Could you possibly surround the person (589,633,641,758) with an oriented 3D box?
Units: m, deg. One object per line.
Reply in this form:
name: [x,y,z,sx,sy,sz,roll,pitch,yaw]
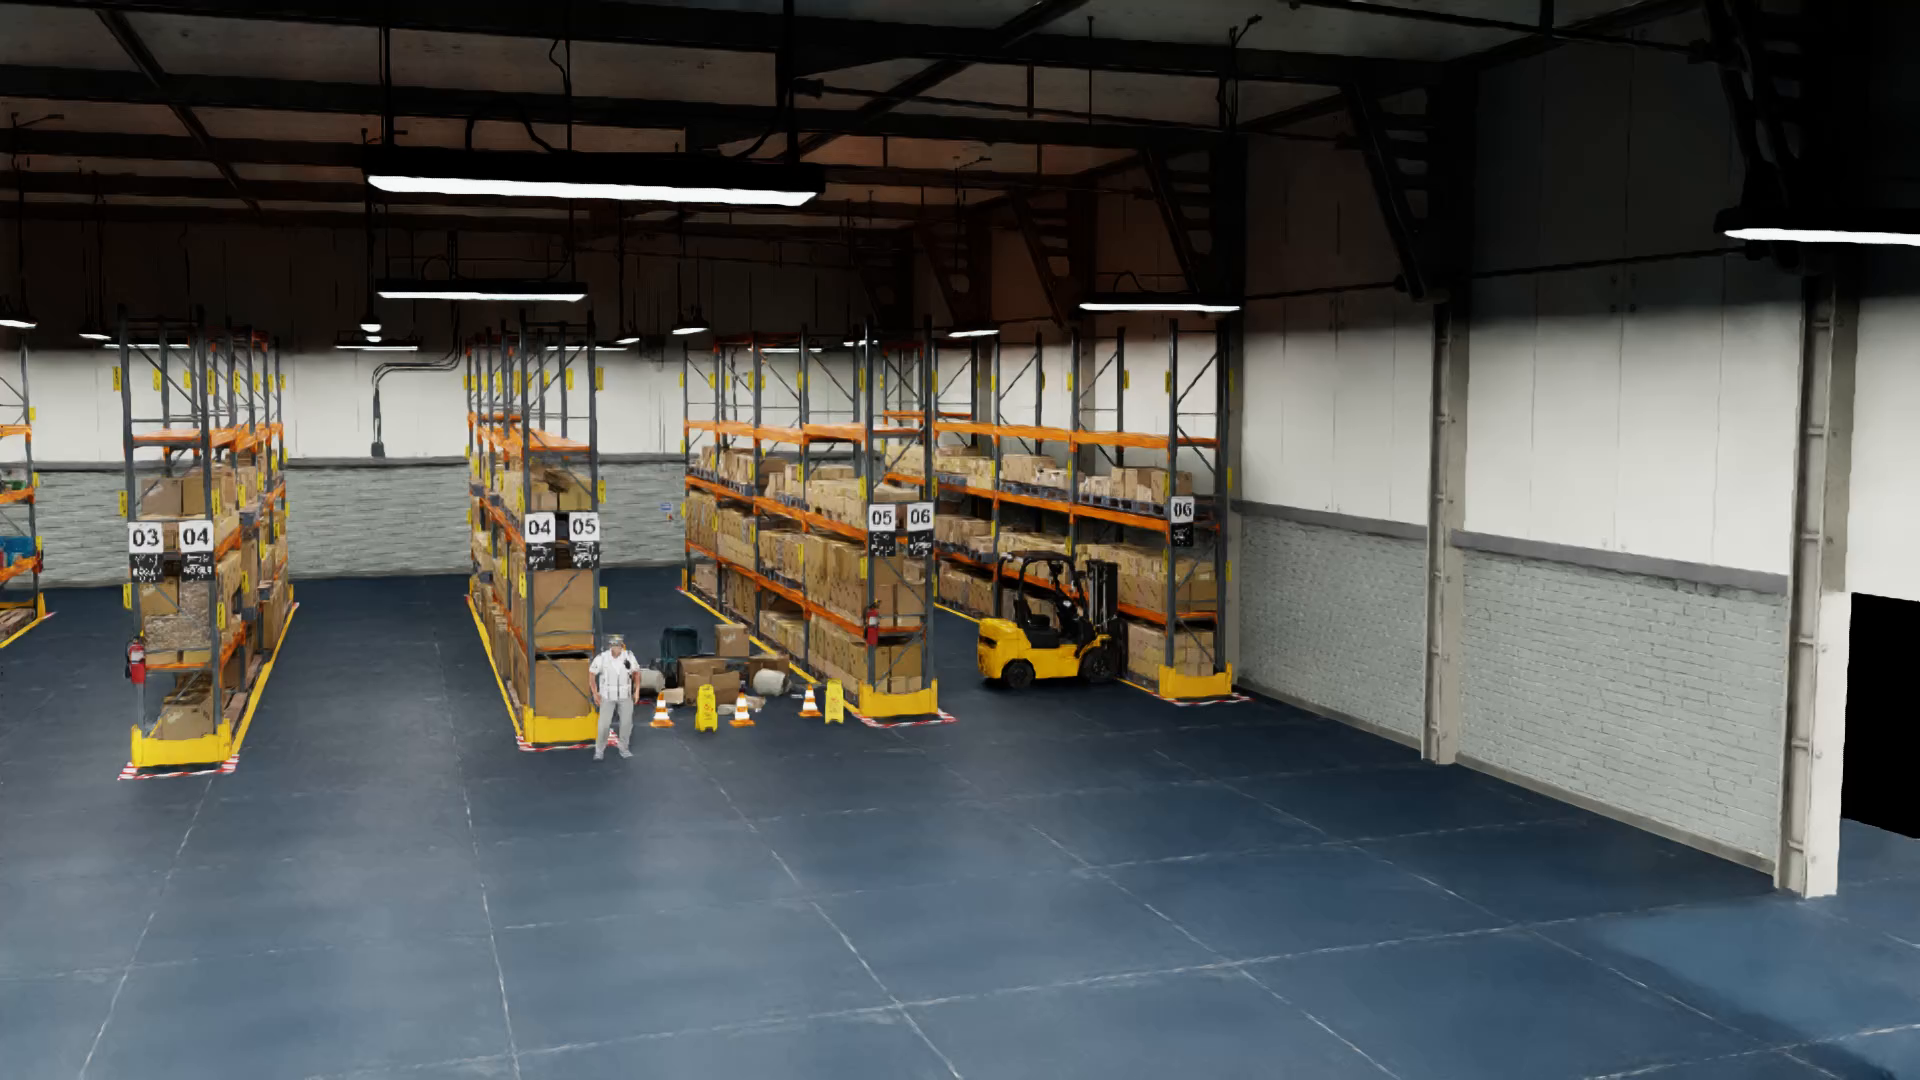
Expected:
person: [-4.584,2.059,22.111,0.682,1.715,0.536,-2,6,-20]
